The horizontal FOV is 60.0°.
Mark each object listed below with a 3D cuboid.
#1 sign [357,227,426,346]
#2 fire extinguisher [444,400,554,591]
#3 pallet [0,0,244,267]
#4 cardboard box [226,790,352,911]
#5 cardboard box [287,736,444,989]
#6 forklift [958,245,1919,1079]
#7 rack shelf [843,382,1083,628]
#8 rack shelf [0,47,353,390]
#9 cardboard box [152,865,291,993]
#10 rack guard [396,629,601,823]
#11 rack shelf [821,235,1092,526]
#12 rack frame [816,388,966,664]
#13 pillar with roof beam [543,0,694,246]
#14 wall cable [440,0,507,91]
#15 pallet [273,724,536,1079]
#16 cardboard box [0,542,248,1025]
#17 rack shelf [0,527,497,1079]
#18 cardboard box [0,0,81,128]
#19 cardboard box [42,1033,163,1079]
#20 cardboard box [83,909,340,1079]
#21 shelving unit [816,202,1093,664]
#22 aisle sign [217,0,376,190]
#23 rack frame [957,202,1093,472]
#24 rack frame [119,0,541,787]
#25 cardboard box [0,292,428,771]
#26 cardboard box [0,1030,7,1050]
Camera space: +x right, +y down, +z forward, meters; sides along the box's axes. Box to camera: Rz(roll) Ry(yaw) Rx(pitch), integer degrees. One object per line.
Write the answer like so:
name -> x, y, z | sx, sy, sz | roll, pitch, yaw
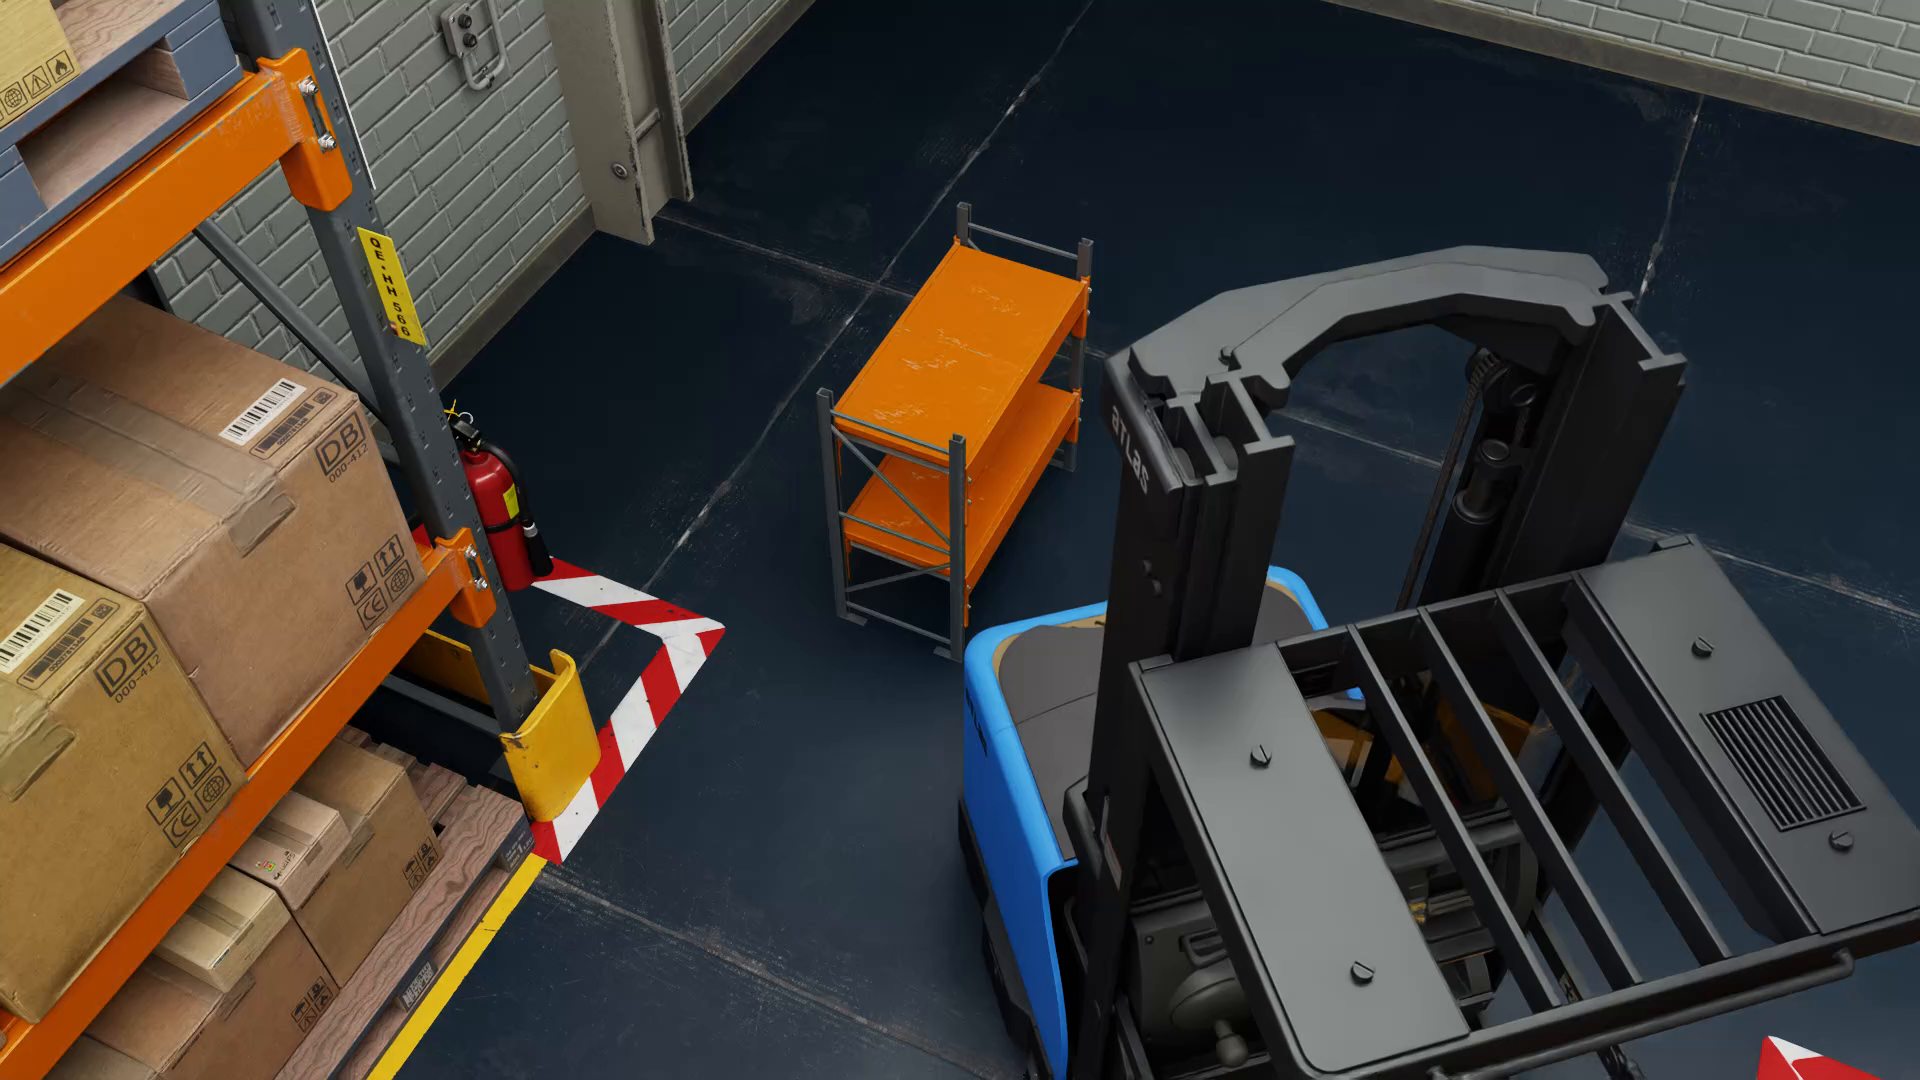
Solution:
sign -> -1.320, -0.585, 3.863 | 0.100, 0.325, 0.005 | 20, 52, 16
fire extinguisher -> -1.323, -0.127, 4.684 | 0.296, 0.674, 0.183 | 20, 52, 16
pallet -> -2.112, -0.749, 3.006 | 1.003, 0.211, 1.213 | 20, 52, 16
cardboard box -> -1.904, 0.807, 4.534 | 0.380, 0.149, 0.250 | 19, 52, 16
cardboard box -> -2.013, 0.869, 4.906 | 0.700, 0.500, 0.500 | 20, 52, 16
forklift -> 0.886, 0.986, 3.486 | 1.130, 2.935, 3.031 | -12, 51, -10
rack shelf -> 0.003, -0.211, 6.012 | 0.538, 0.278, 1.000 | 20, 52, 16
rack shelf -> -2.659, 0.319, 2.512 | 1.077, 0.370, 4.000 | 20, 52, 16
cardboard box -> -2.012, 0.983, 4.384 | 0.380, 0.149, 0.250 | 21, 53, 17
rack guard -> -1.795, 0.474, 5.518 | 1.175, 0.500, 0.348 | 20, 52, 16
rack shelf -> 0.003, -0.559, 5.603 | 0.538, 0.278, 1.000 | 20, 52, 16
rack frame -> -0.214, -0.019, 5.528 | 0.500, 1.125, 0.032 | 20, 52, 16
pillar with roof beam -> 2.459, -3.003, 2.897 | 9.100, 9.000, 0.400 | 20, 52, 16
wall cable -> -2.113, -1.838, 5.177 | 0.084, 1.984, 1.851 | 20, 52, 16
pallet -> -2.076, 1.160, 5.124 | 1.003, 0.211, 1.213 | 20, 52, 16
cardboard box -> -2.314, 0.442, 3.707 | 0.980, 0.700, 0.700 | 19, 52, 16
rack shelf -> -2.659, 1.291, 3.654 | 1.077, 0.370, 4.000 | 20, 52, 16
cardboard box -> -1.878, -0.821, 2.766 | 0.500, 0.250, 0.500 | 21, 53, 17
cardboard box -> -2.441, 1.560, 4.318 | 0.700, 0.500, 0.500 | 18, 52, 15
cardboard box -> -2.227, 1.214, 4.613 | 0.700, 0.500, 0.500 | 20, 52, 16
shelving unit -> 0.003, -0.369, 5.826 | 0.538, 1.125, 1.048 | 20, 52, 16
aisle sign -> -1.503, -1.114, 3.521 | 0.394, 0.787, 0.004 | 20, 52, 16
rack frame -> 0.220, -0.719, 6.123 | 0.500, 1.125, 0.032 | 20, 52, 16
rack frame -> -1.805, -0.319, 4.552 | 1.000, 3.000, 0.127 | 20, 52, 16
cardboard box -> -2.014, -0.062, 4.136 | 0.980, 0.700, 0.700 | 22, 53, 18
cardboard box -> -2.648, 0.964, 3.263 | 0.980, 0.700, 0.700 | 18, 52, 14
